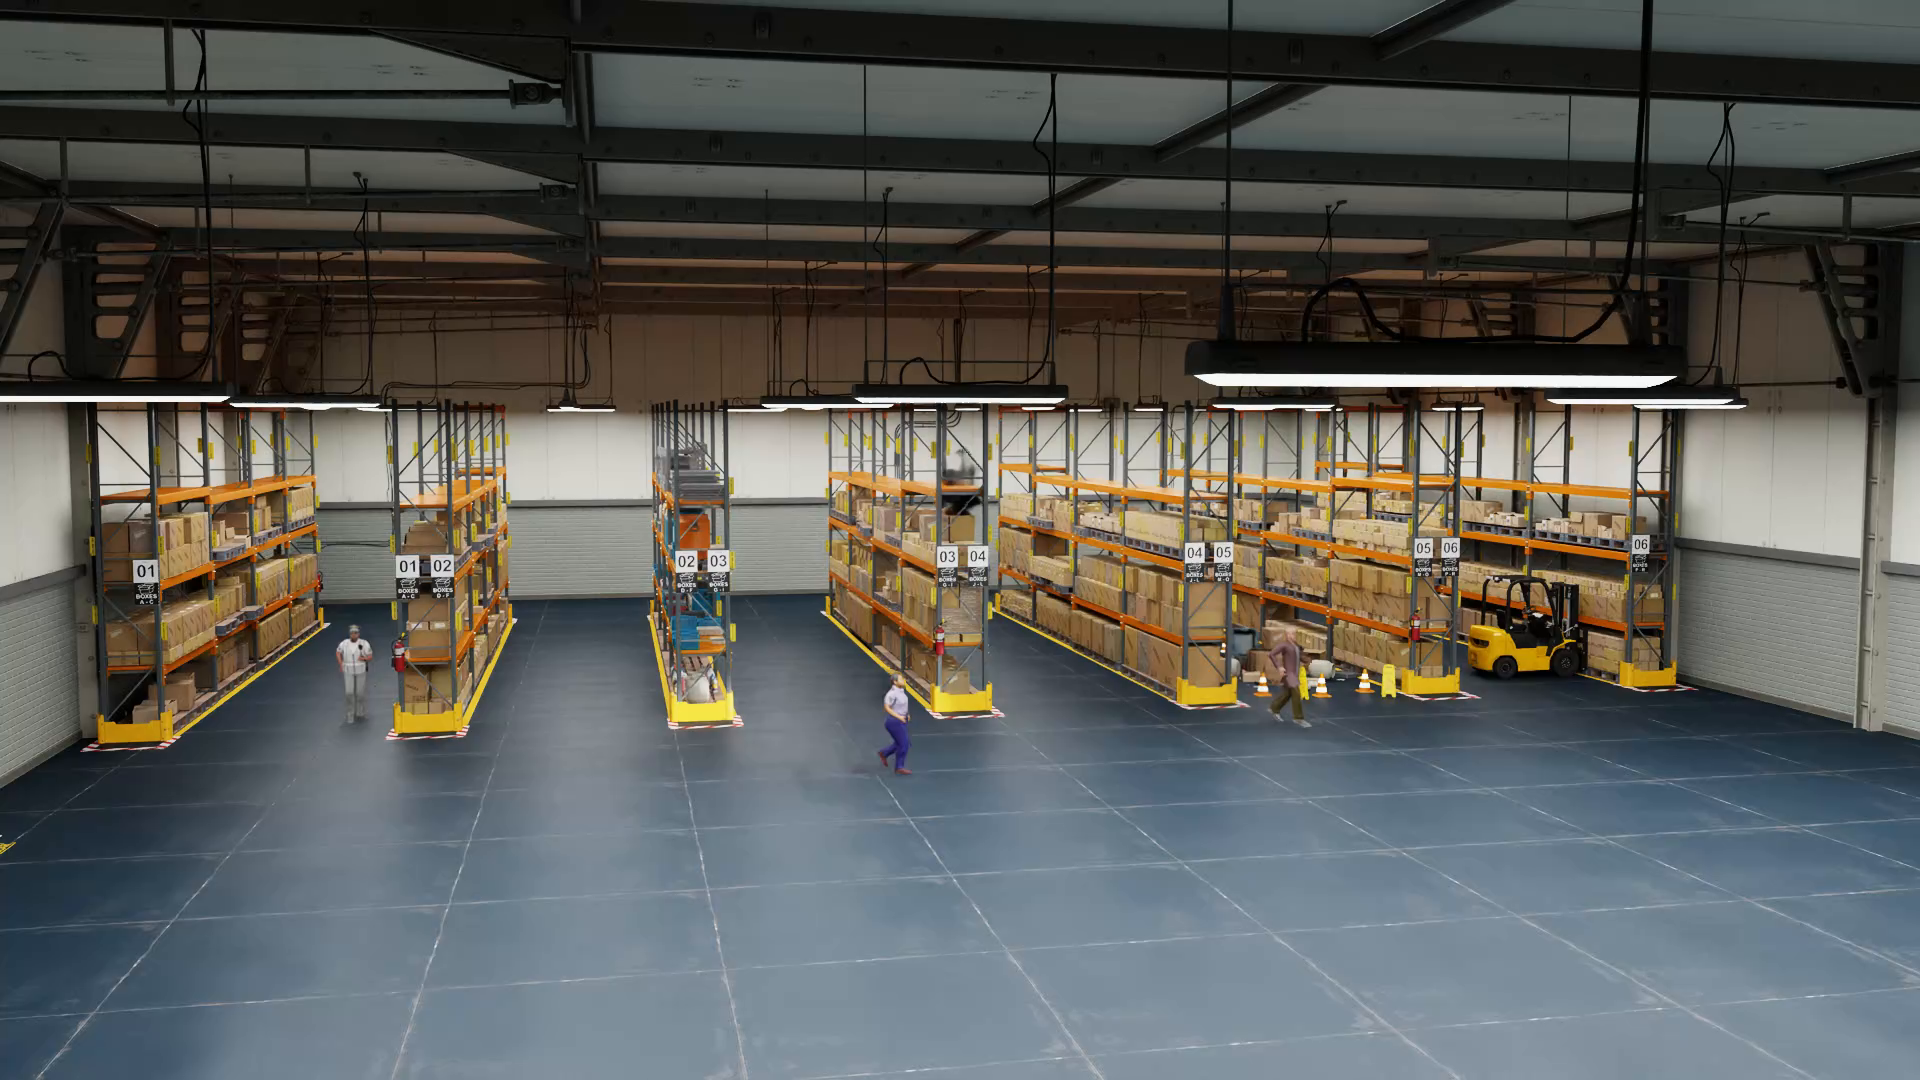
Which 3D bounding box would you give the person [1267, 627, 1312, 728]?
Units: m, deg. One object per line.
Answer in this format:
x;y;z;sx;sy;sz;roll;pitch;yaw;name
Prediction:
6.069;2.502;30.592;0.968;1.801;0.693;3;5;36;person

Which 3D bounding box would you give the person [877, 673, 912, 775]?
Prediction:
-1.051;2.932;26.520;0.578;1.597;0.614;1;4;12;person

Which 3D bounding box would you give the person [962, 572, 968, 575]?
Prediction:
0.316;1.241;48.899;0.633;1.597;0.755;3;5;32;person

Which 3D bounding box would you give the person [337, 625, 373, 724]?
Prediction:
-11.305;2.502;31.078;0.641;1.852;0.760;-2;5;-19;person
